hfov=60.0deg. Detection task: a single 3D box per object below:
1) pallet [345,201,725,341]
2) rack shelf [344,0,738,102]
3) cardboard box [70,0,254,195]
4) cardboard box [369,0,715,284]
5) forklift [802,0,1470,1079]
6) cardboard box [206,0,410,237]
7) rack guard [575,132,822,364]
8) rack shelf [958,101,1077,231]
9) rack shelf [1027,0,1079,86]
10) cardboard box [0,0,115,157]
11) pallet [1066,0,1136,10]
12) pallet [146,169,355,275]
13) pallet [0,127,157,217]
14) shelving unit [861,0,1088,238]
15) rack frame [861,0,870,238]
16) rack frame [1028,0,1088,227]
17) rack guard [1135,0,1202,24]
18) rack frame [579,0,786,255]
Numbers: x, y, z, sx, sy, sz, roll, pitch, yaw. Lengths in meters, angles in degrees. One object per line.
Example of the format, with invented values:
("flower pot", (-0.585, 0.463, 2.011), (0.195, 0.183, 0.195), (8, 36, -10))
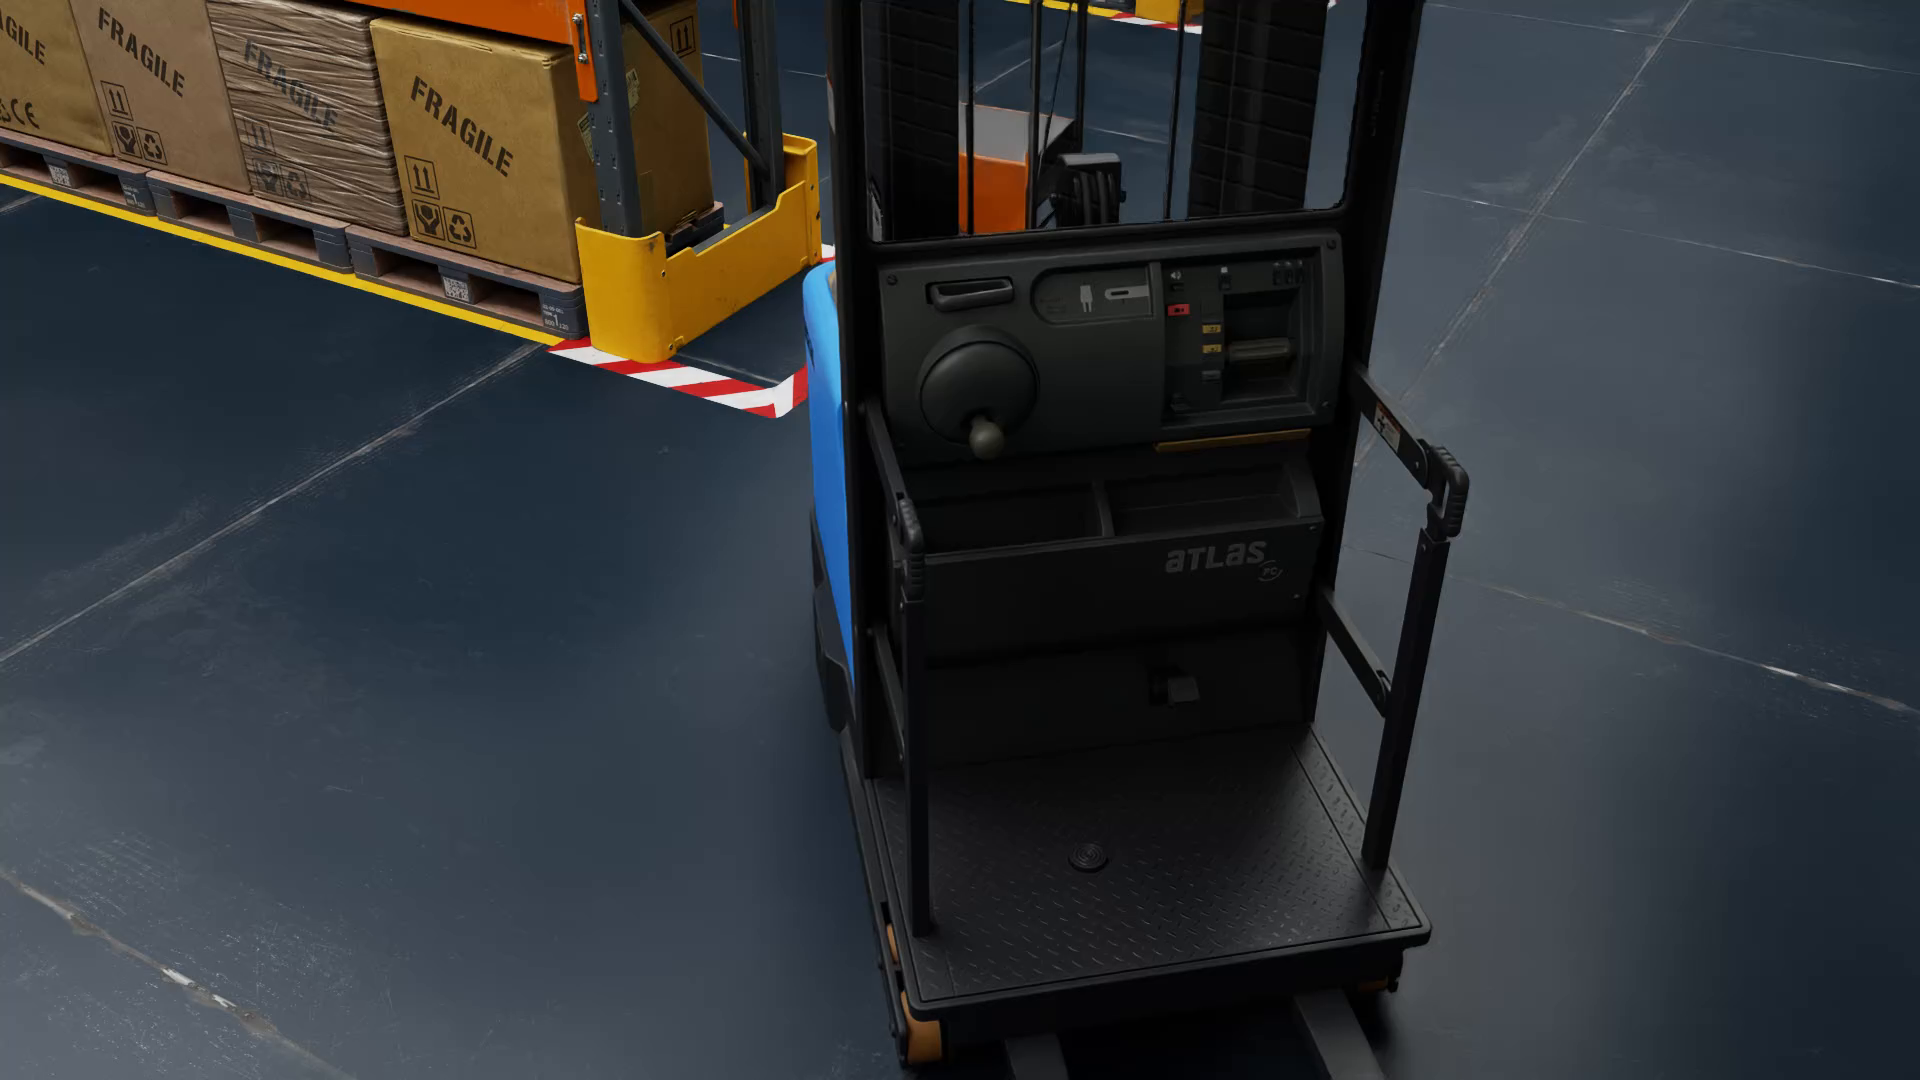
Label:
("pallet", (-1.752, -1.253, 6.941), (1.213, 0.211, 1.003), (18, 37, 24))
("rack shelf", (-2.756, -2.482, 6.920), (4.000, 0.370, 1.077), (18, 37, 24))
("cardboard box", (-3.177, -2.154, 7.317), (0.875, 0.875, 0.875), (18, 37, 24))
("cardboard box", (-1.615, -1.659, 6.573), (0.875, 0.875, 0.875), (18, 37, 24))
("forklift", (0.350, -0.323, 3.091), (1.130, 2.935, 3.031), (-6, 34, -9))
("cardboard box", (-2.405, -1.909, 6.949), (0.875, 0.875, 0.875), (18, 37, 24))
("rack guard", (-0.998, -1.184, 6.577), (0.348, 0.500, 1.175), (18, 37, 24))
("rack shelf", (0.045, -0.984, 4.858), (0.480, 0.518, 0.431), (13, 36, 19))
("rack shelf", (0.045, -1.567, 4.470), (0.480, 0.518, 0.431), (13, 36, 19))
("cardboard box", (-3.959, -2.402, 7.688), (0.875, 0.875, 0.875), (18, 37, 24))
("pallet", (0.742, -3.699, 10.615), (1.213, 0.211, 1.003), (18, 37, 24))
("pallet", (-2.807, -1.589, 7.445), (1.213, 0.211, 1.003), (18, 37, 24))
("pallet", (-3.871, -1.924, 7.948), (1.213, 0.211, 1.003), (18, 37, 24))
("shelving unit", (0.045, -0.995, 4.850), (0.503, 2.100, 0.431), (13, 36, 19))
("rack frame", (-0.179, -1.049, 4.931), (0.015, 2.100, 0.400), (13, 36, 19))
("rack frame", (0.270, -0.942, 4.770), (0.015, 2.100, 0.400), (13, 36, 19))
("rack guard", (1.466, -3.574, 10.166), (0.348, 0.500, 1.175), (18, 37, 24))
("rack frame", (-1.019, -2.231, 5.894), (0.127, 3.000, 1.000), (18, 37, 24))
